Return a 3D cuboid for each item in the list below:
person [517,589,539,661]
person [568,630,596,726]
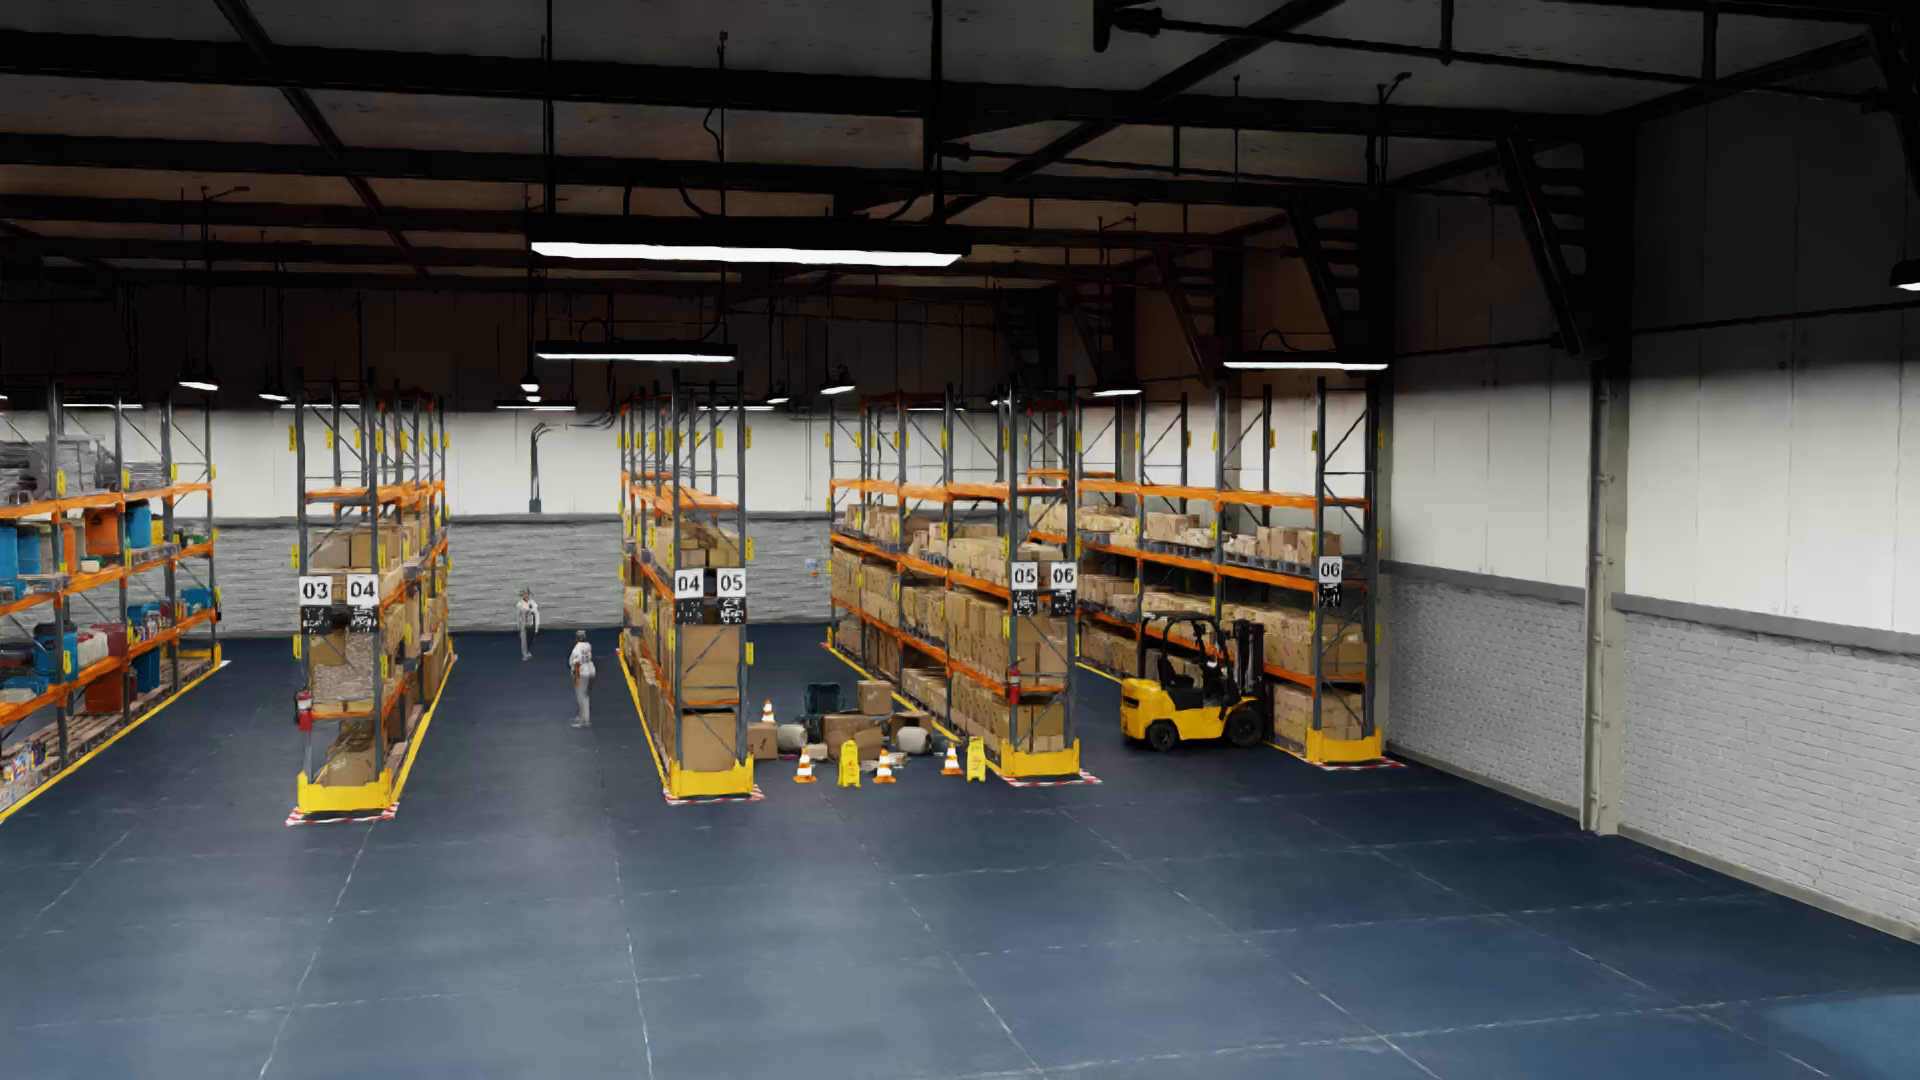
[{"bbox_3d":[-9.868,1.915,37.990,0.500,1.625,0.997,-1,4,-15],"label":"person"},{"bbox_3d":[-6.695,2.415,29.309,0.476,1.667,0.523,1,4,15],"label":"person"}]
